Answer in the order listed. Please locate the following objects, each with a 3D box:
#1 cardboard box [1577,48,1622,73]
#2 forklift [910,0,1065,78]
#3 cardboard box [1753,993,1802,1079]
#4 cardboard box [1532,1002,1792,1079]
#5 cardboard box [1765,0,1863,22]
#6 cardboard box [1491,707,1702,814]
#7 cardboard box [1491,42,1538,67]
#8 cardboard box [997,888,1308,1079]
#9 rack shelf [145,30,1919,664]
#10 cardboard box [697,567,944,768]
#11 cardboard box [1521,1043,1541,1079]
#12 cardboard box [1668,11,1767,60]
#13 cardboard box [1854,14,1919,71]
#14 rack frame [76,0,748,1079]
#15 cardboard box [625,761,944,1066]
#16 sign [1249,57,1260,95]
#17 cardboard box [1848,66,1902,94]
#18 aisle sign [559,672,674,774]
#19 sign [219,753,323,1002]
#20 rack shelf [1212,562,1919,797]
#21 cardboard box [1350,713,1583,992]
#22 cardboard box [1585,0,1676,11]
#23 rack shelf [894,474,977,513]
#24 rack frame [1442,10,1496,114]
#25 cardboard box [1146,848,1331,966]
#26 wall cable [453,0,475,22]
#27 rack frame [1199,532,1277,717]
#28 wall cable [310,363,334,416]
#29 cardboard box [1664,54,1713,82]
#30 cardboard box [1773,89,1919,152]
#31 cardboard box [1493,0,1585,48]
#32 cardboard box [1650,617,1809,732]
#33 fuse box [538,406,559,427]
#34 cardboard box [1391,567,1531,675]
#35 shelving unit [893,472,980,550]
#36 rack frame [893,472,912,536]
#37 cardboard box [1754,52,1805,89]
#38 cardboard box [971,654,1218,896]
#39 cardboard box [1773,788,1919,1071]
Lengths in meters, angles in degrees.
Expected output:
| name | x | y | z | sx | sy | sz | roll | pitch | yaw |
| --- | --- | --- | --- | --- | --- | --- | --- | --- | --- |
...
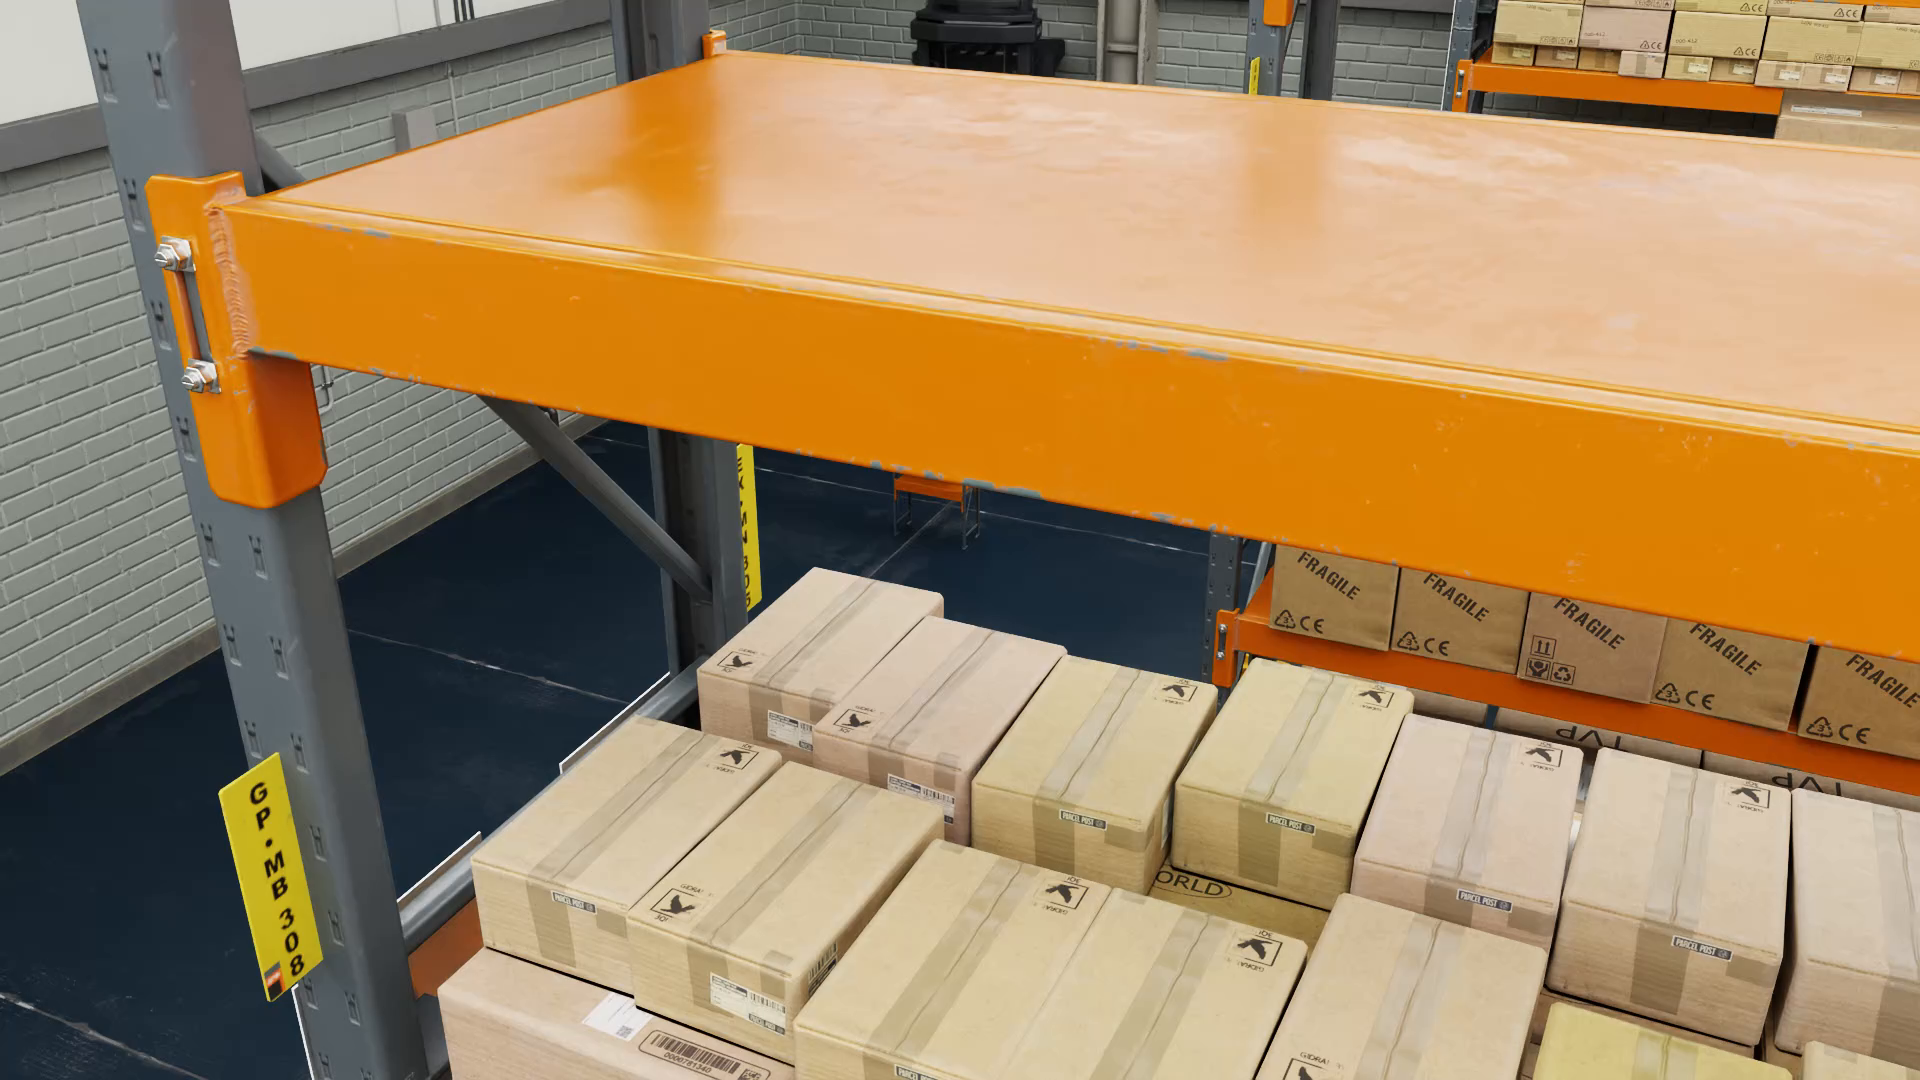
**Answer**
| name | x | y | z | sx | sy | sz | roll | pitch | yaw |
| --- | --- | --- | --- | --- | --- | --- | --- | --- | --- |
| cardboard box | 4.038 | -3.048 | 10.434 | 0.250 | 0.149 | 0.380 | 11 | 28 | 22 |
| forklift | 0.220 | -2.871 | 13.262 | 1.130 | 2.935 | 3.031 | 4 | 27 | 9 |
| cardboard box | 1.270 | 0.711 | 2.118 | 0.500 | 0.250 | 0.500 | 10 | 28 | 20 |
| cardboard box | 0.702 | 0.685 | 1.720 | 0.250 | 0.149 | 0.380 | 12 | 29 | 23 |
| cardboard box | 5.054 | -3.236 | 9.799 | 0.500 | 0.250 | 0.500 | 12 | 29 | 23 |
| cardboard box | 2.796 | 1.144 | 7.456 | 0.875 | 0.438 | 0.875 | 12 | 29 | 23 |
| cardboard box | 3.562 | -3.140 | 10.619 | 0.250 | 0.149 | 0.380 | 12 | 29 | 23 |
| cardboard box | 0.223 | 0.594 | 1.905 | 0.250 | 0.149 | 0.380 | 12 | 29 | 23 |
| rack shelf | 1.180 | -0.055 | 1.491 | 4.000 | 0.370 | 1.077 | 11 | 28 | 22 |
| cardboard box | -0.216 | 0.208 | 2.688 | 0.250 | 0.149 | 0.380 | 11 | 28 | 21 |
| cardboard box | 0.582 | 0.821 | 1.894 | 0.500 | 0.250 | 0.500 | 12 | 29 | 22 |
| cardboard box | 4.591 | -3.096 | 10.080 | 0.500 | 0.250 | 0.500 | 10 | 28 | 20 |
| cardboard box | 5.527 | -2.916 | 9.713 | 0.500 | 0.250 | 0.500 | 12 | 29 | 23 |
| rack frame | -0.640 | -0.744 | 2.074 | 0.127 | 3.000 | 1.000 | 11 | 28 | 22 |
| cardboard box | -0.215 | 0.470 | 2.156 | 0.250 | 0.149 | 0.380 | 13 | 29 | 24 |
| sign | 1.082 | -1.613 | 6.156 | 0.005 | 0.325 | 0.100 | 11 | 28 | 22 |
| cardboard box | 5.412 | -2.757 | 9.842 | 0.250 | 0.149 | 0.380 | 12 | 29 | 22 |
| aisle sign | -0.583 | 0.647 | 3.097 | 0.004 | 0.787 | 0.394 | 11 | 28 | 22 |
| sign | -0.865 | 0.427 | 2.101 | 0.005 | 0.325 | 0.100 | 11 | 28 | 22 |
| rack shelf | 3.137 | 0.627 | 6.896 | 4.000 | 0.370 | 1.077 | 11 | 28 | 22 |
| cardboard box | 0.693 | 0.414 | 2.269 | 0.250 | 0.149 | 0.380 | 11 | 28 | 21 |
| cardboard box | 4.123 | -3.412 | 10.155 | 0.500 | 0.250 | 0.500 | 11 | 28 | 21 |
| rack shelf | -0.151 | -0.330 | 10.664 | 0.480 | 0.148 | 0.258 | 11 | 28 | 22 |
| rack frame | 3.368 | -2.058 | 11.535 | 0.127 | 3.000 | 1.000 | 11 | 28 | 22 |
| cardboard box | 0.350 | 0.519 | 2.508 | 0.500 | 0.250 | 0.500 | 11 | 28 | 20 |
| wall cable | -2.477 | -5.112 | 10.903 | 0.133 | 3.039 | 2.988 | 11 | 28 | 22 |
| rack frame | 1.317 | -0.062 | 7.480 | 0.127 | 3.000 | 1.000 | 11 | 28 | 22 |
| wall cable | -3.826 | -1.553 | 9.323 | 0.123 | 1.953 | 0.585 | 11 | 28 | 22 |
| cardboard box | 4.464 | -2.917 | 10.166 | 0.250 | 0.149 | 0.380 | 11 | 28 | 22 |
| cardboard box | 3.090 | -1.257 | 5.809 | 0.500 | 0.500 | 0.500 | 12 | 29 | 23 |
| cardboard box | 3.659 | -3.279 | 10.452 | 0.500 | 0.250 | 0.500 | 11 | 28 | 21 |
| cardboard box | 3.025 | 0.363 | 6.504 | 0.500 | 0.500 | 0.500 | 12 | 29 | 24 |
| fuse box | -2.824 | -1.323 | 11.501 | 0.414 | 1.711 | 0.539 | 11 | 28 | 22 |
| cardboard box | 2.107 | 0.178 | 6.880 | 0.500 | 0.500 | 0.500 | 11 | 28 | 21 |
| shelving unit | -0.151 | -0.569 | 10.546 | 0.503 | 1.200 | 0.258 | 11 | 28 | 22 |
| rack frame | -0.373 | -0.613 | 10.637 | 0.015 | 1.200 | 0.240 | 11 | 28 | 22 |
| cardboard box | 4.917 | -2.820 | 9.971 | 0.250 | 0.149 | 0.380 | 11 | 28 | 22 |
| cardboard box | 0.202 | 0.339 | 2.422 | 0.250 | 0.149 | 0.380 | 10 | 28 | 20 |
| cardboard box | 1.176 | 0.498 | 2.099 | 0.250 | 0.149 | 0.380 | 11 | 28 | 20 |
